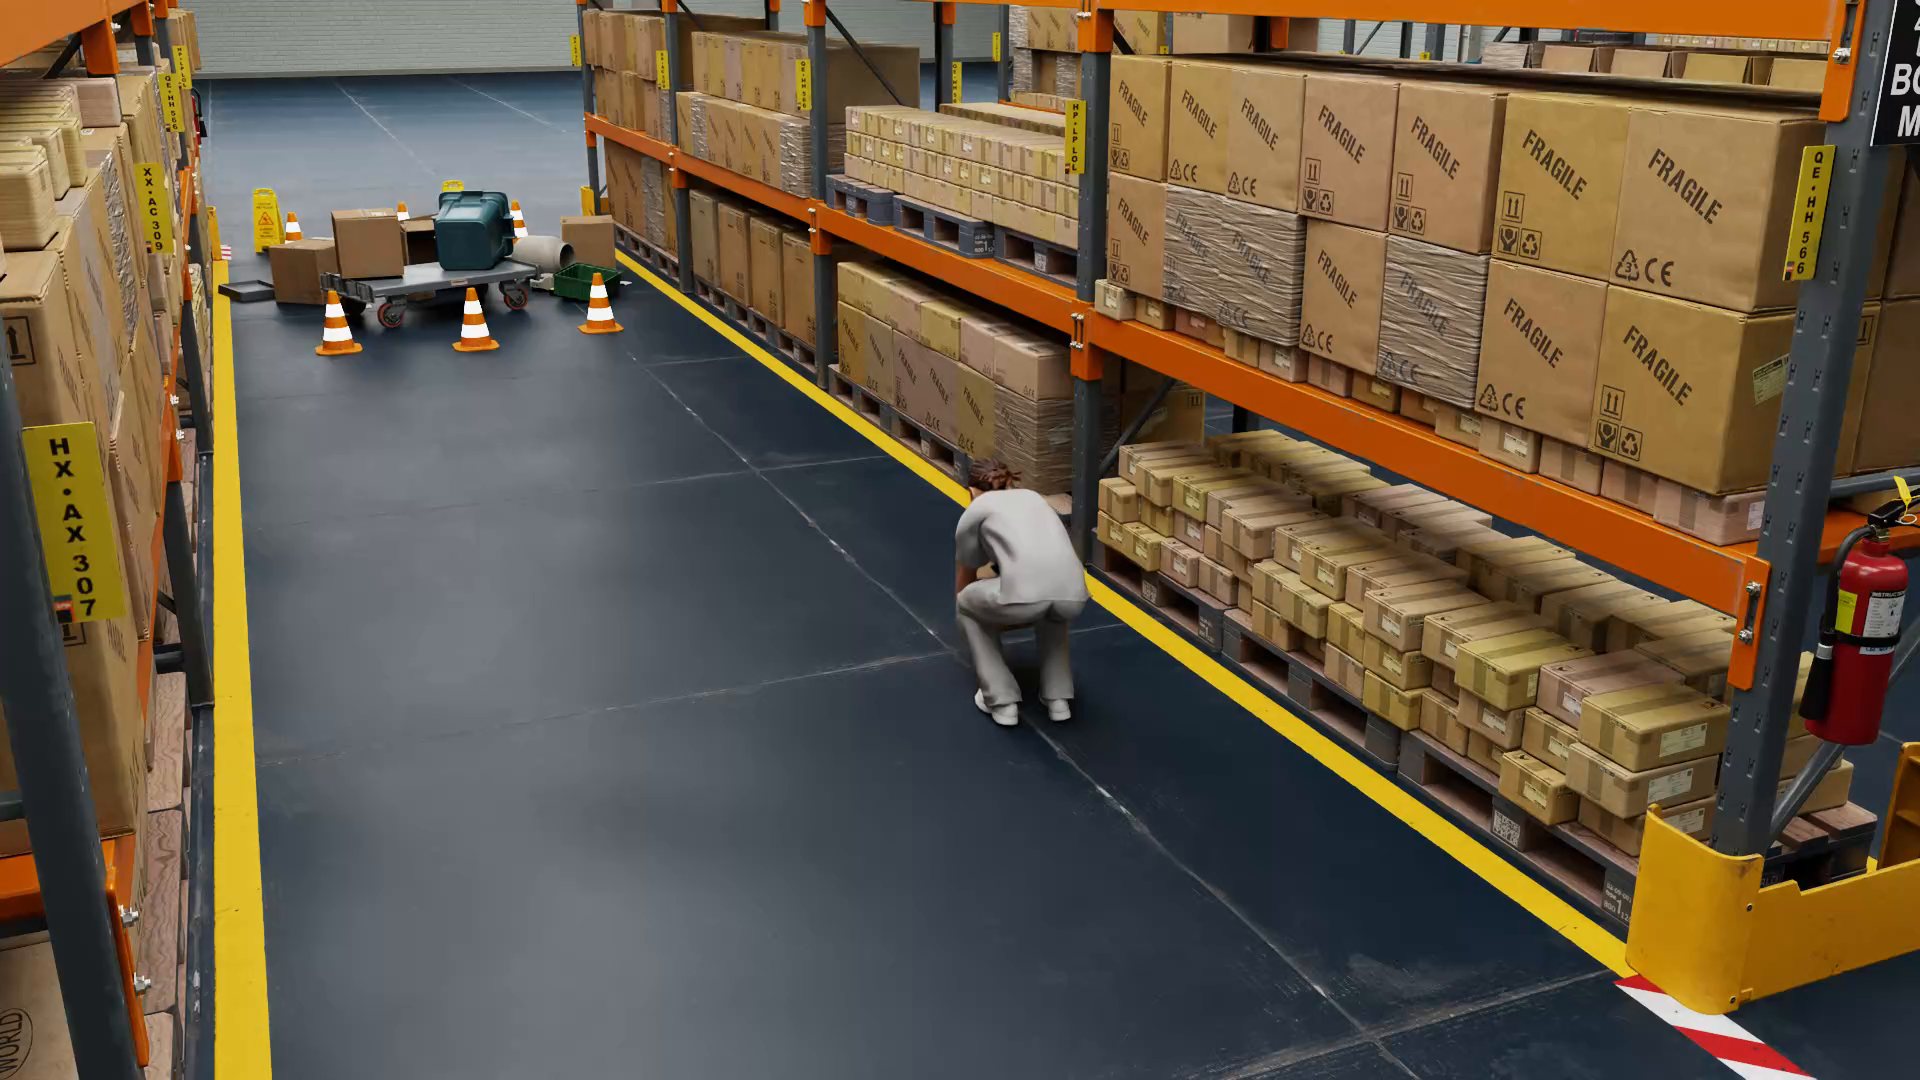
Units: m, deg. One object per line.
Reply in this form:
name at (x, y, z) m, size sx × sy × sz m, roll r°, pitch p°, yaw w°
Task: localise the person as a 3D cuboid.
person at (0.221, 0.198, 6.642) m, size 0.467 × 0.930 × 0.851 m, roll -5°, pitch 20°, yaw -15°
